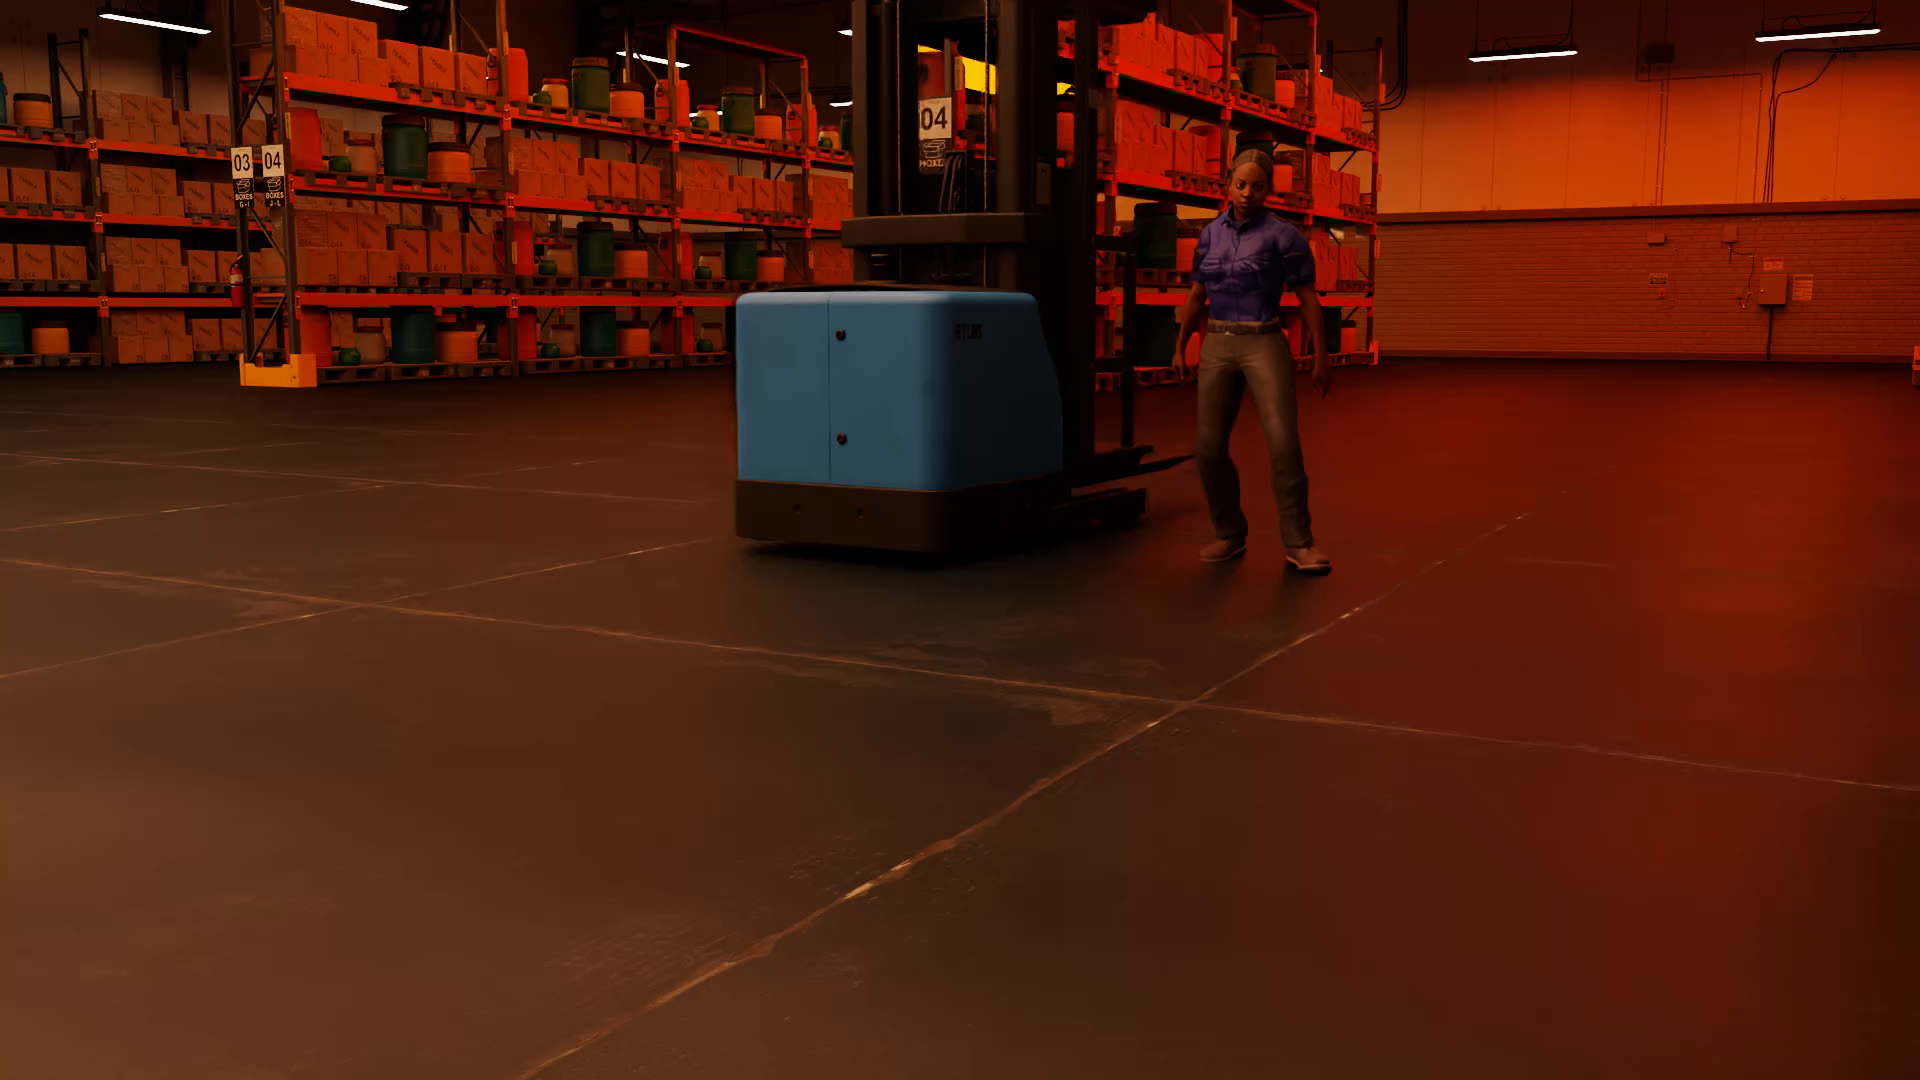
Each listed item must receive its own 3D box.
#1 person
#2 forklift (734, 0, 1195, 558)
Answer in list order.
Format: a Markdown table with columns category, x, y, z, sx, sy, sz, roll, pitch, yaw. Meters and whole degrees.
| category | x | y | z | sx | sy | sz | roll | pitch | yaw |
| --- | --- | --- | --- | --- | --- | --- | --- | --- | --- |
| person | 1.162 | -0.706 | 6.577 | 0.793 | 1.628 | 0.391 | 6 | 10 | 36 |
| forklift | 0.233 | -1.540 | 7.755 | 1.130 | 2.935 | 3.031 | 5 | 9 | 30 |
